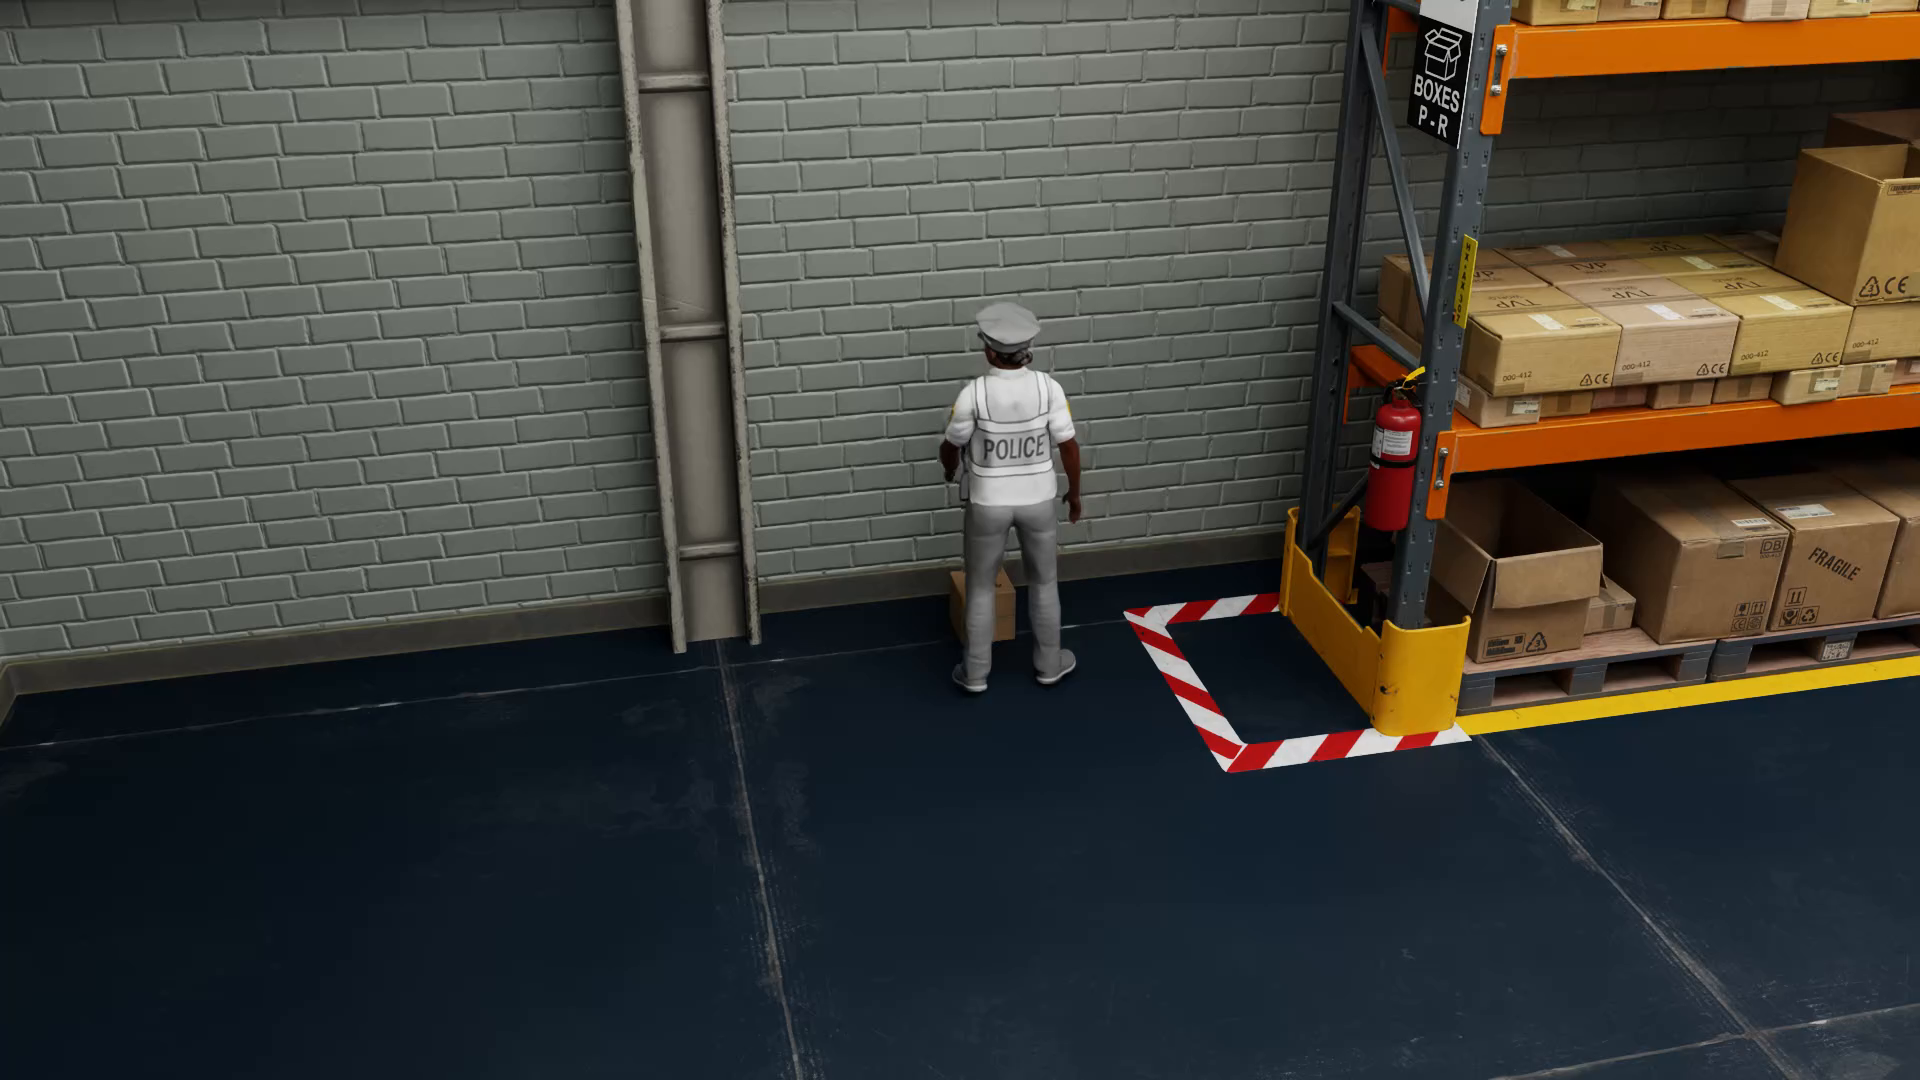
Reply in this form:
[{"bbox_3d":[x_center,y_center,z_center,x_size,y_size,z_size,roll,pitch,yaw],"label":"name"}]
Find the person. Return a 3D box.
[{"bbox_3d":[0.209,-0.177,6.940,0.609,1.719,0.496,-4,27,-7],"label":"person"}]
